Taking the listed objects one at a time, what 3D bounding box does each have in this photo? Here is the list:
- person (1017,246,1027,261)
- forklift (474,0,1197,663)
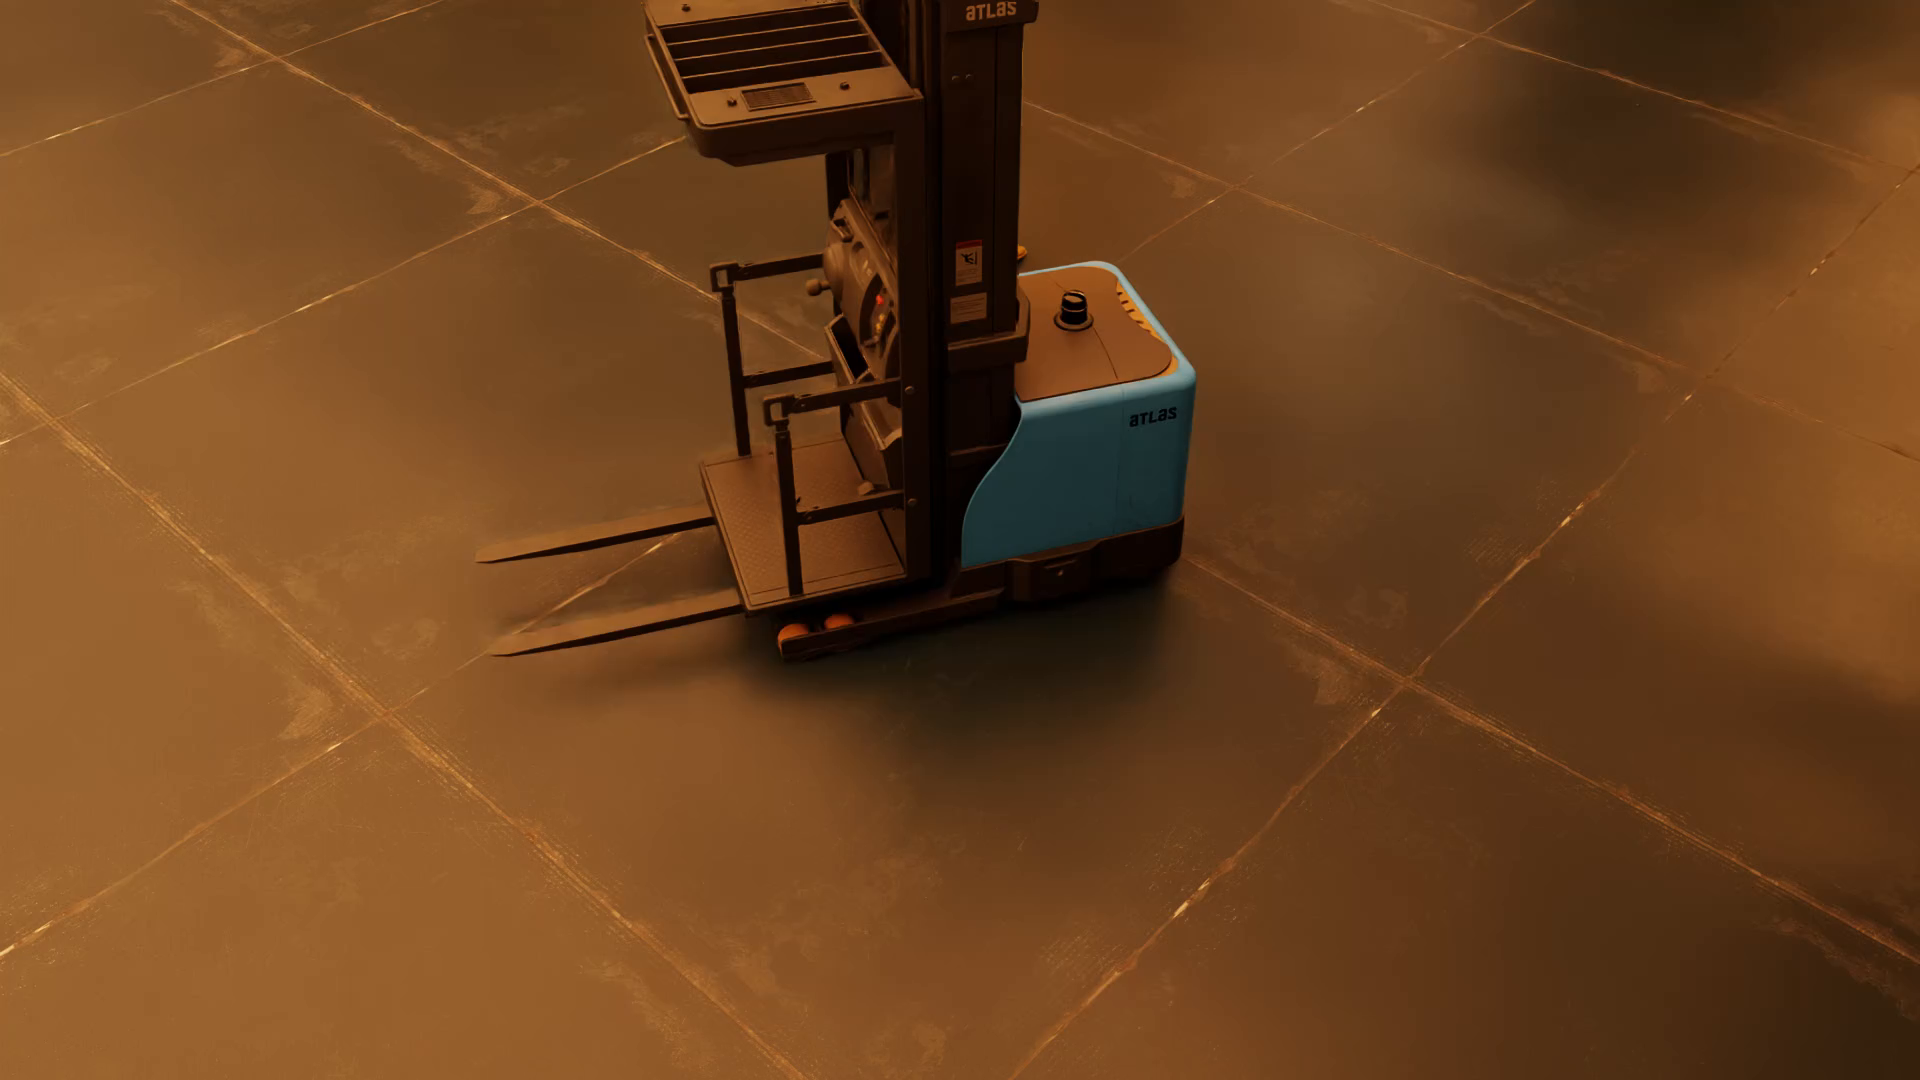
[{"bbox_3d":[0.203,-2.207,8.904,0.463,1.759,0.629,1,41,1],"label":"person"},{"bbox_3d":[-0.580,-0.982,6.573,3.031,2.935,1.130,-12,42,-14],"label":"forklift"}]
